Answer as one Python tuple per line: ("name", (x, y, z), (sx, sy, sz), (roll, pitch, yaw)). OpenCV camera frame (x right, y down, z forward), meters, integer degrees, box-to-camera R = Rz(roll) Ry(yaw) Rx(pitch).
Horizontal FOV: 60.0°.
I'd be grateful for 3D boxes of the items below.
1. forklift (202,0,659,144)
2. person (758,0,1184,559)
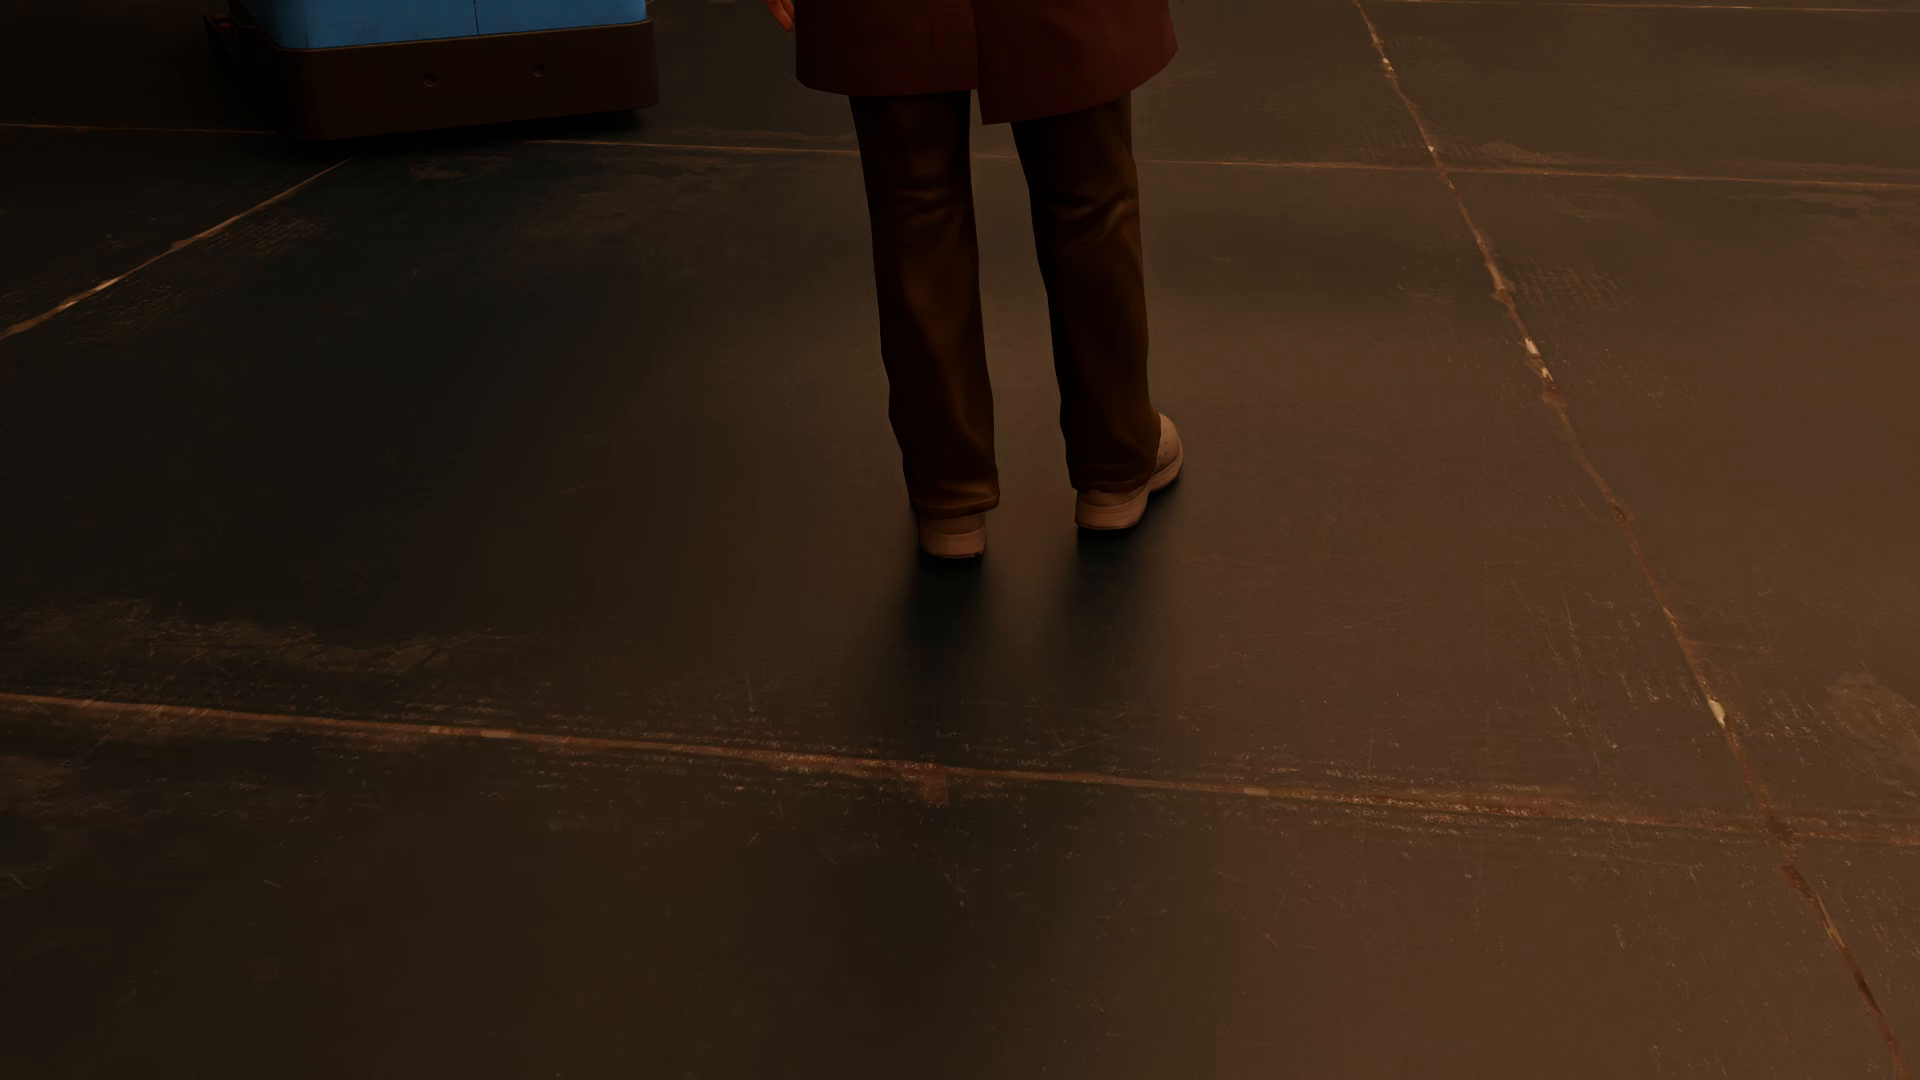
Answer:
("forklift", (-2.030, -3.018, 5.267), (1.130, 2.935, 3.031), (-13, 29, -25))
("person", (0.017, -0.842, 2.180), (0.694, 1.776, 0.582), (3, 27, 7))
